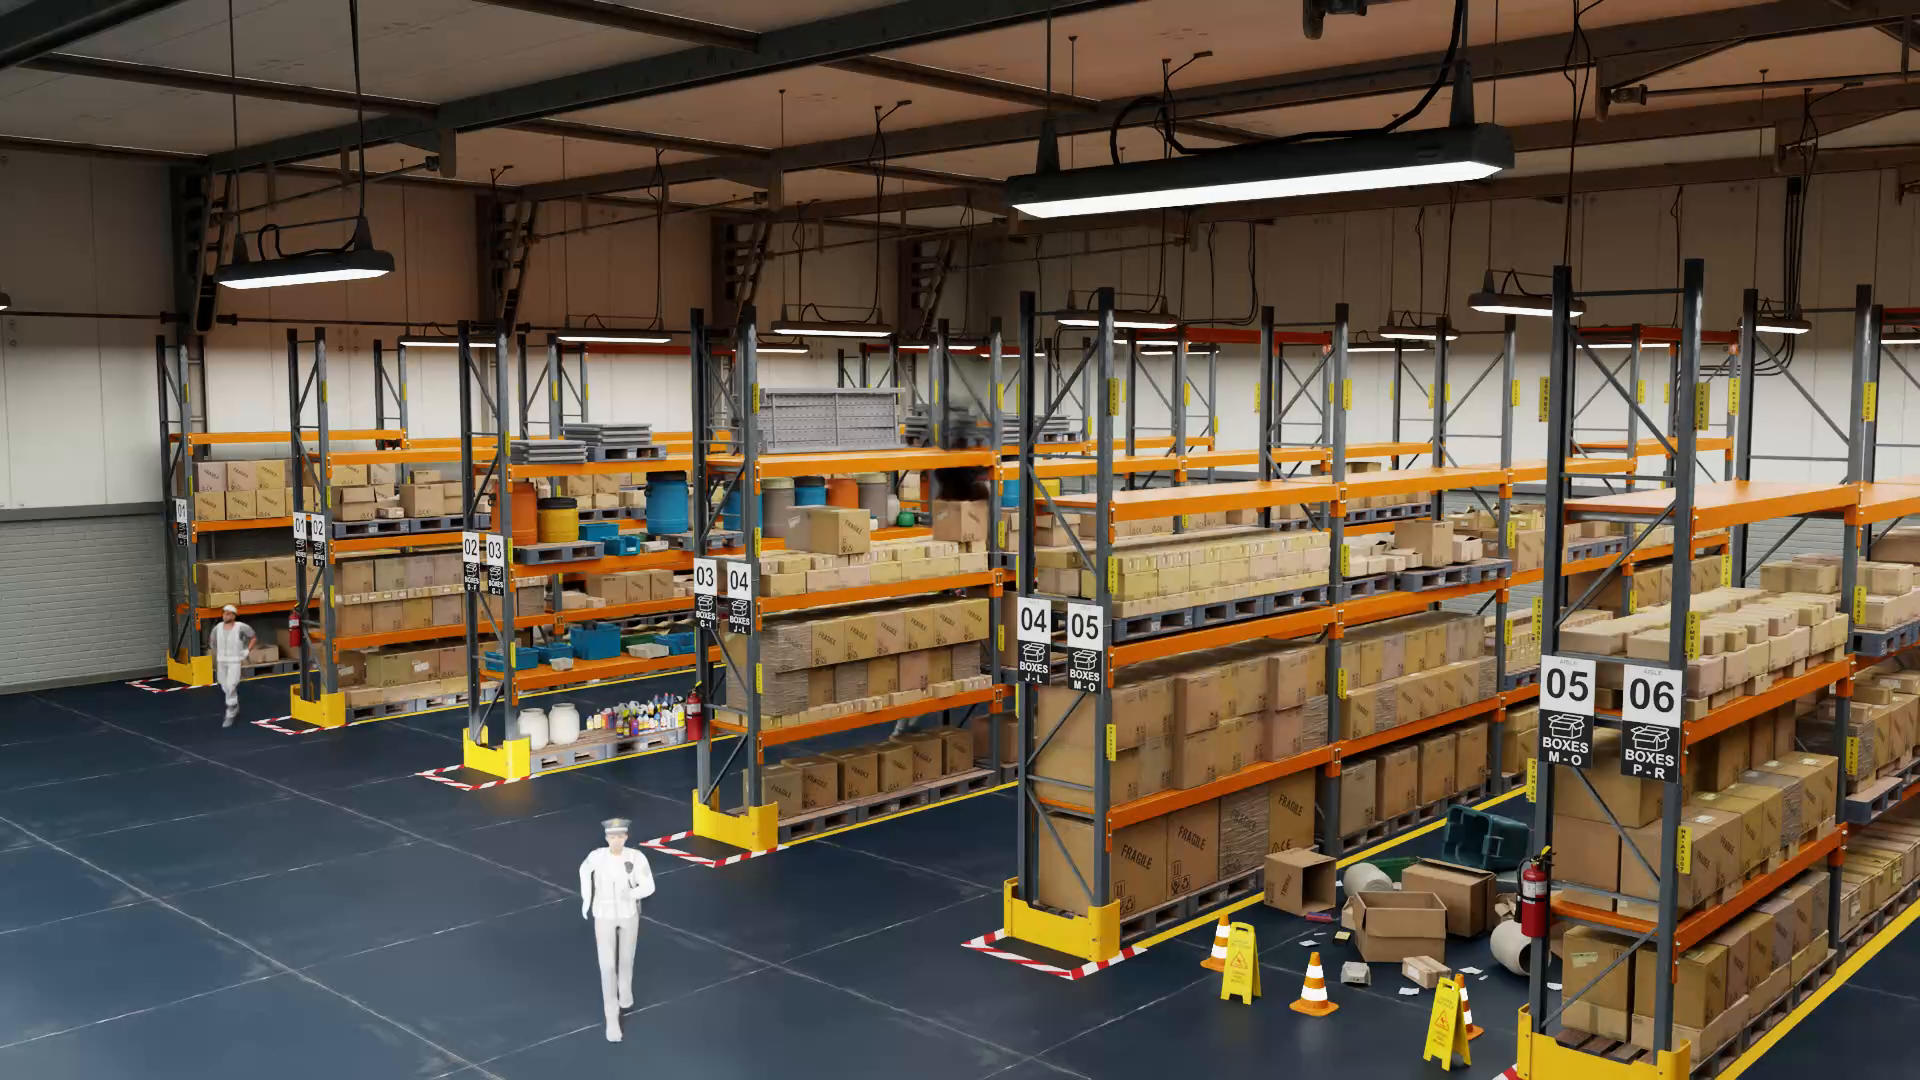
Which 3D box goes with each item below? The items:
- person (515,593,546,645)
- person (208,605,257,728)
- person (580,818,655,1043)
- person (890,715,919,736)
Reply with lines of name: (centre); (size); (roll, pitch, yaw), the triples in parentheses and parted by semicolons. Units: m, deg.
person: (-7.724, 1.488, 29.836); (0.680, 1.750, 0.695); (4, 7, 35)
person: (-11.099, 1.899, 25.286); (0.648, 1.847, 0.723); (1, 5, 6)
person: (-2.750, 3.066, 13.382); (0.580, 1.726, 0.821); (-1, 6, -13)
person: (-0.804, 1.976, 24.221); (0.663, 1.743, 0.990); (3, 6, 28)
